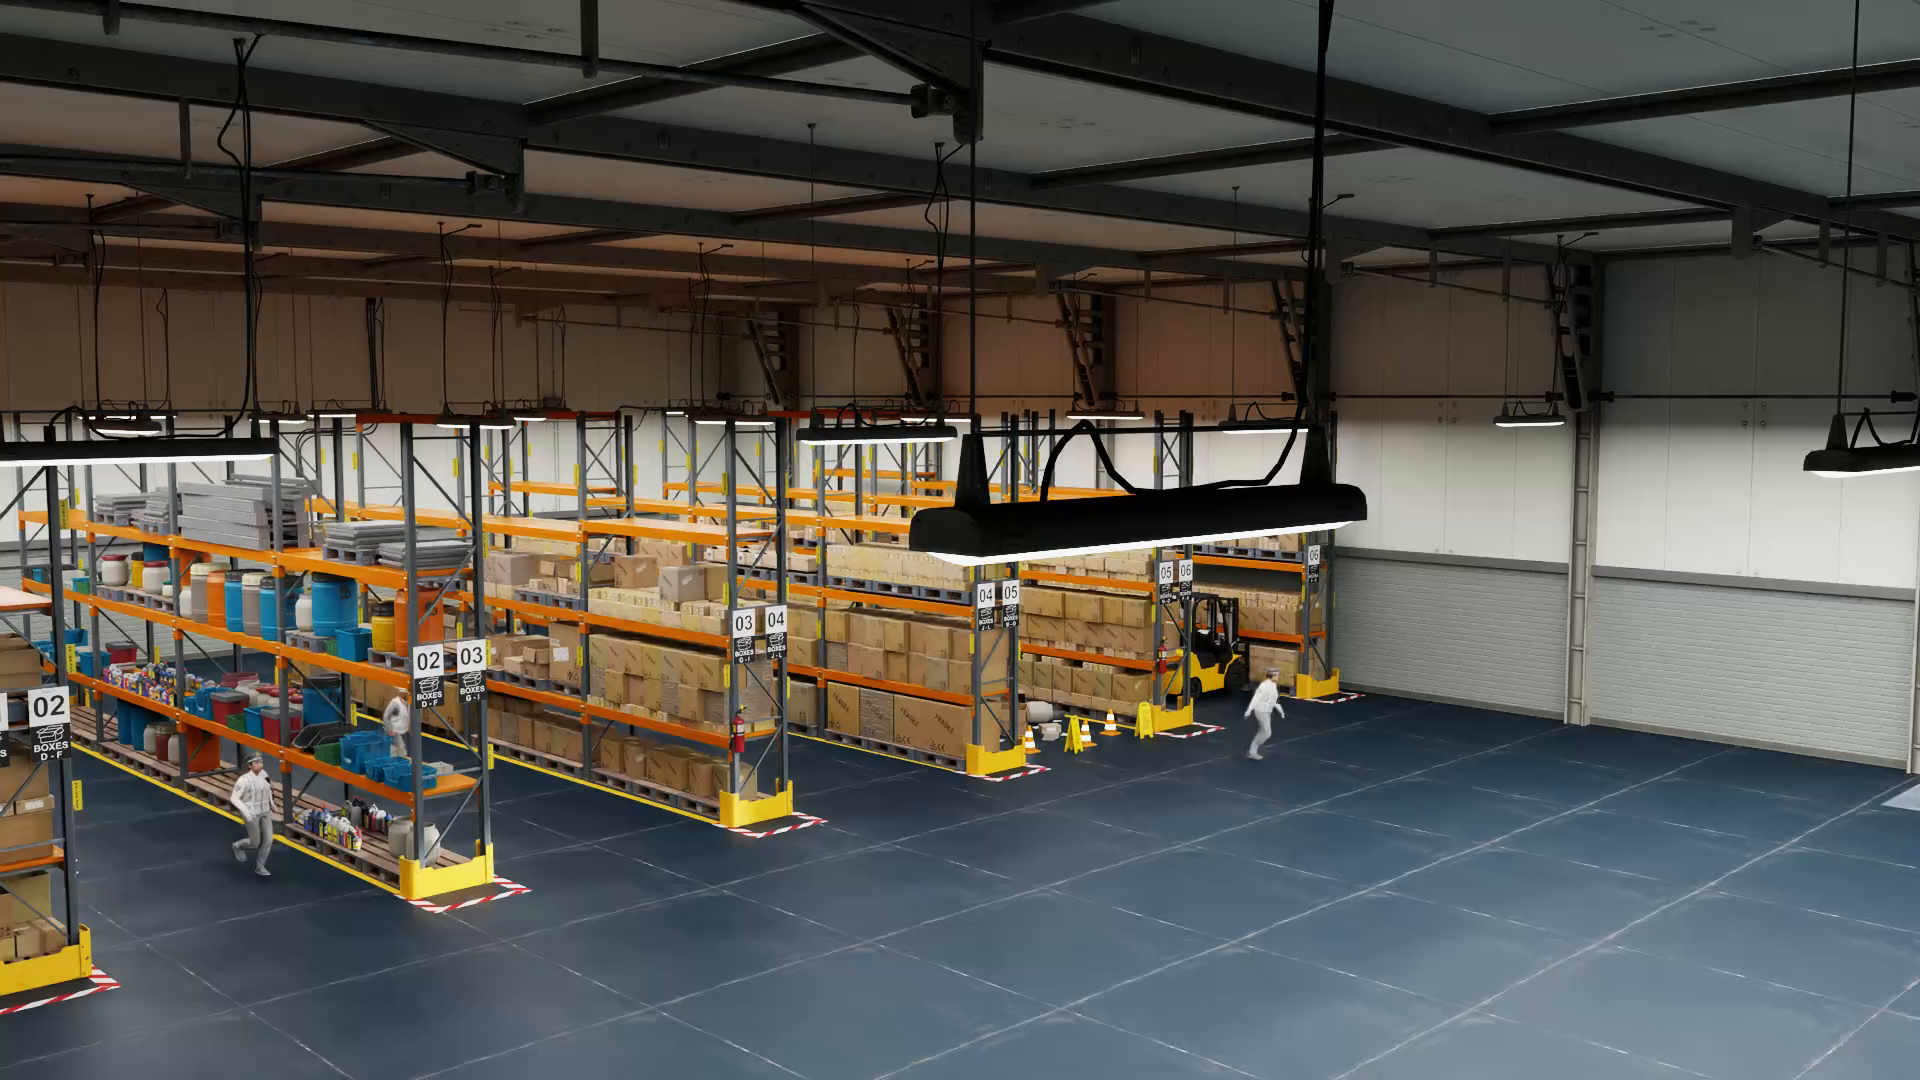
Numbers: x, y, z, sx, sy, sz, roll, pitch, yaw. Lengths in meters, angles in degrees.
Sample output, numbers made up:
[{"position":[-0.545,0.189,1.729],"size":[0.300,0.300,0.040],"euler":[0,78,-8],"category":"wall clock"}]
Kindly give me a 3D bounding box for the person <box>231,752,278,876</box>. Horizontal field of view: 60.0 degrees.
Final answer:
[{"position":[-9.364,3.608,22.033],"size":[0.651,1.647,0.629],"euler":[3,6,34],"category":"person"}]

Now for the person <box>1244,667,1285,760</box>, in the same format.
[{"position":[5.305,3.016,28.933],"size":[0.568,1.624,0.623],"euler":[3,6,33],"category":"person"}]

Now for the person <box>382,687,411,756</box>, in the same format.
[{"position":[-9.268,3.126,27.332],"size":[0.844,1.664,0.693],"euler":[1,5,15],"category":"person"}]

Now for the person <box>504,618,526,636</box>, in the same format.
[{"position":[-9.376,2.481,35.092],"size":[0.797,1.683,0.522],"euler":[4,6,39],"category":"person"}]
